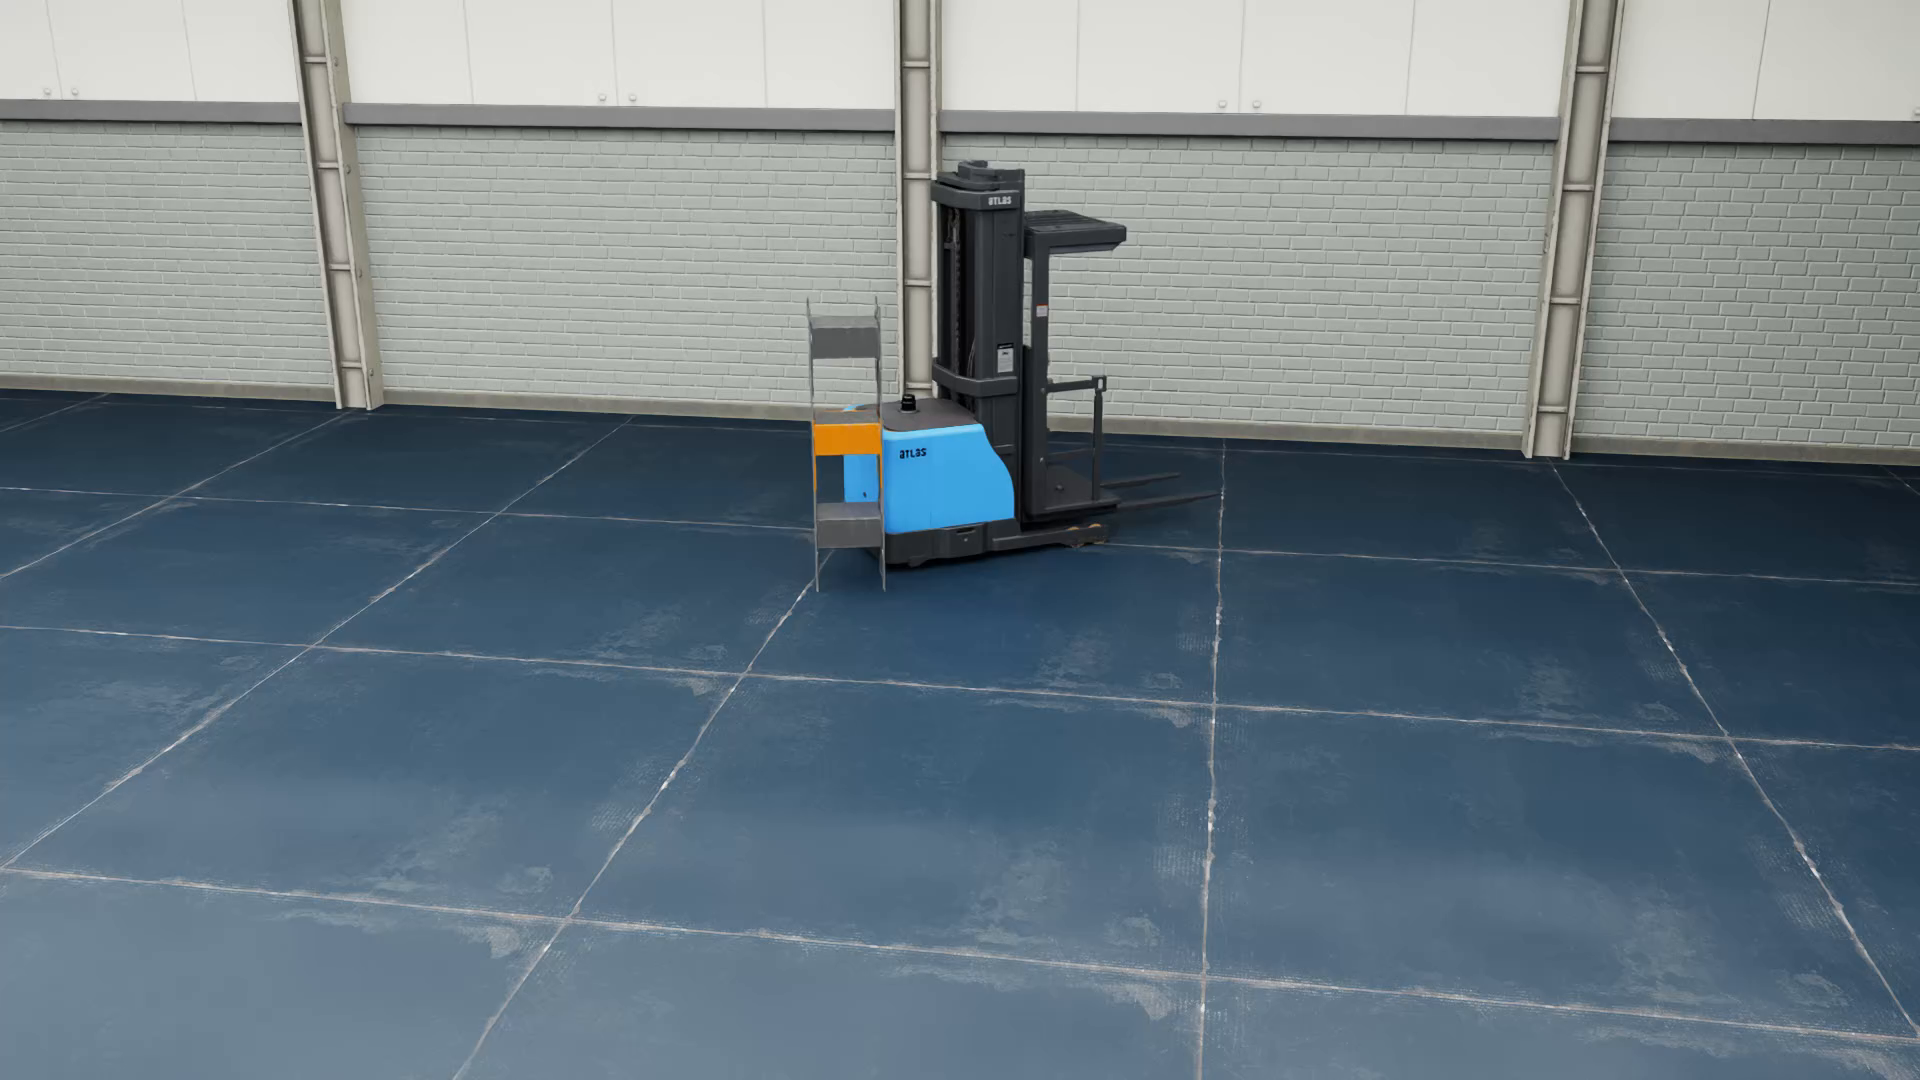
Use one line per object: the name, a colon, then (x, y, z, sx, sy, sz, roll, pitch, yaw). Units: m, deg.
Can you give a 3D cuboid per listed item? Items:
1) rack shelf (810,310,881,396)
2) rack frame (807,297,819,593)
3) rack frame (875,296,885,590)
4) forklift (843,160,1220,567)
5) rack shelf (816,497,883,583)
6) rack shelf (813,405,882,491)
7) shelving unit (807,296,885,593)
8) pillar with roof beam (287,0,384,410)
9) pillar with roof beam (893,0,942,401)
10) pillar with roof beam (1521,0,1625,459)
rack shelf: (-0.821, -1.334, 11.817, 0.480, 0.518, 0.431, -2, 19, -6)
rack frame: (-1.064, -0.674, 12.009, 0.015, 2.100, 0.400, -2, 19, -6)
rack frame: (-0.579, -0.691, 12.060, 0.015, 2.100, 0.400, -2, 19, -6)
forklift: (0.632, -1.472, 13.083, 3.031, 2.935, 1.130, -8, 20, -22)
rack shelf: (-0.821, -0.006, 12.261, 0.480, 0.518, 0.431, -2, 19, -6)
rack shelf: (-0.821, -0.670, 12.039, 0.480, 0.518, 0.431, -2, 19, -6)
shelving unit: (-0.821, -0.683, 12.034, 0.503, 2.100, 0.431, -2, 19, -6)
pillar with roof beam: (-6.997, -4.334, 12.076, 0.400, 9.000, 9.100, 3, 19, 9)
pillar with roof beam: (-1.073, -4.033, 11.173, 0.400, 9.000, 9.100, 3, 19, 9)
pillar with roof beam: (4.851, -3.731, 10.271, 0.400, 9.000, 9.100, 3, 19, 9)
